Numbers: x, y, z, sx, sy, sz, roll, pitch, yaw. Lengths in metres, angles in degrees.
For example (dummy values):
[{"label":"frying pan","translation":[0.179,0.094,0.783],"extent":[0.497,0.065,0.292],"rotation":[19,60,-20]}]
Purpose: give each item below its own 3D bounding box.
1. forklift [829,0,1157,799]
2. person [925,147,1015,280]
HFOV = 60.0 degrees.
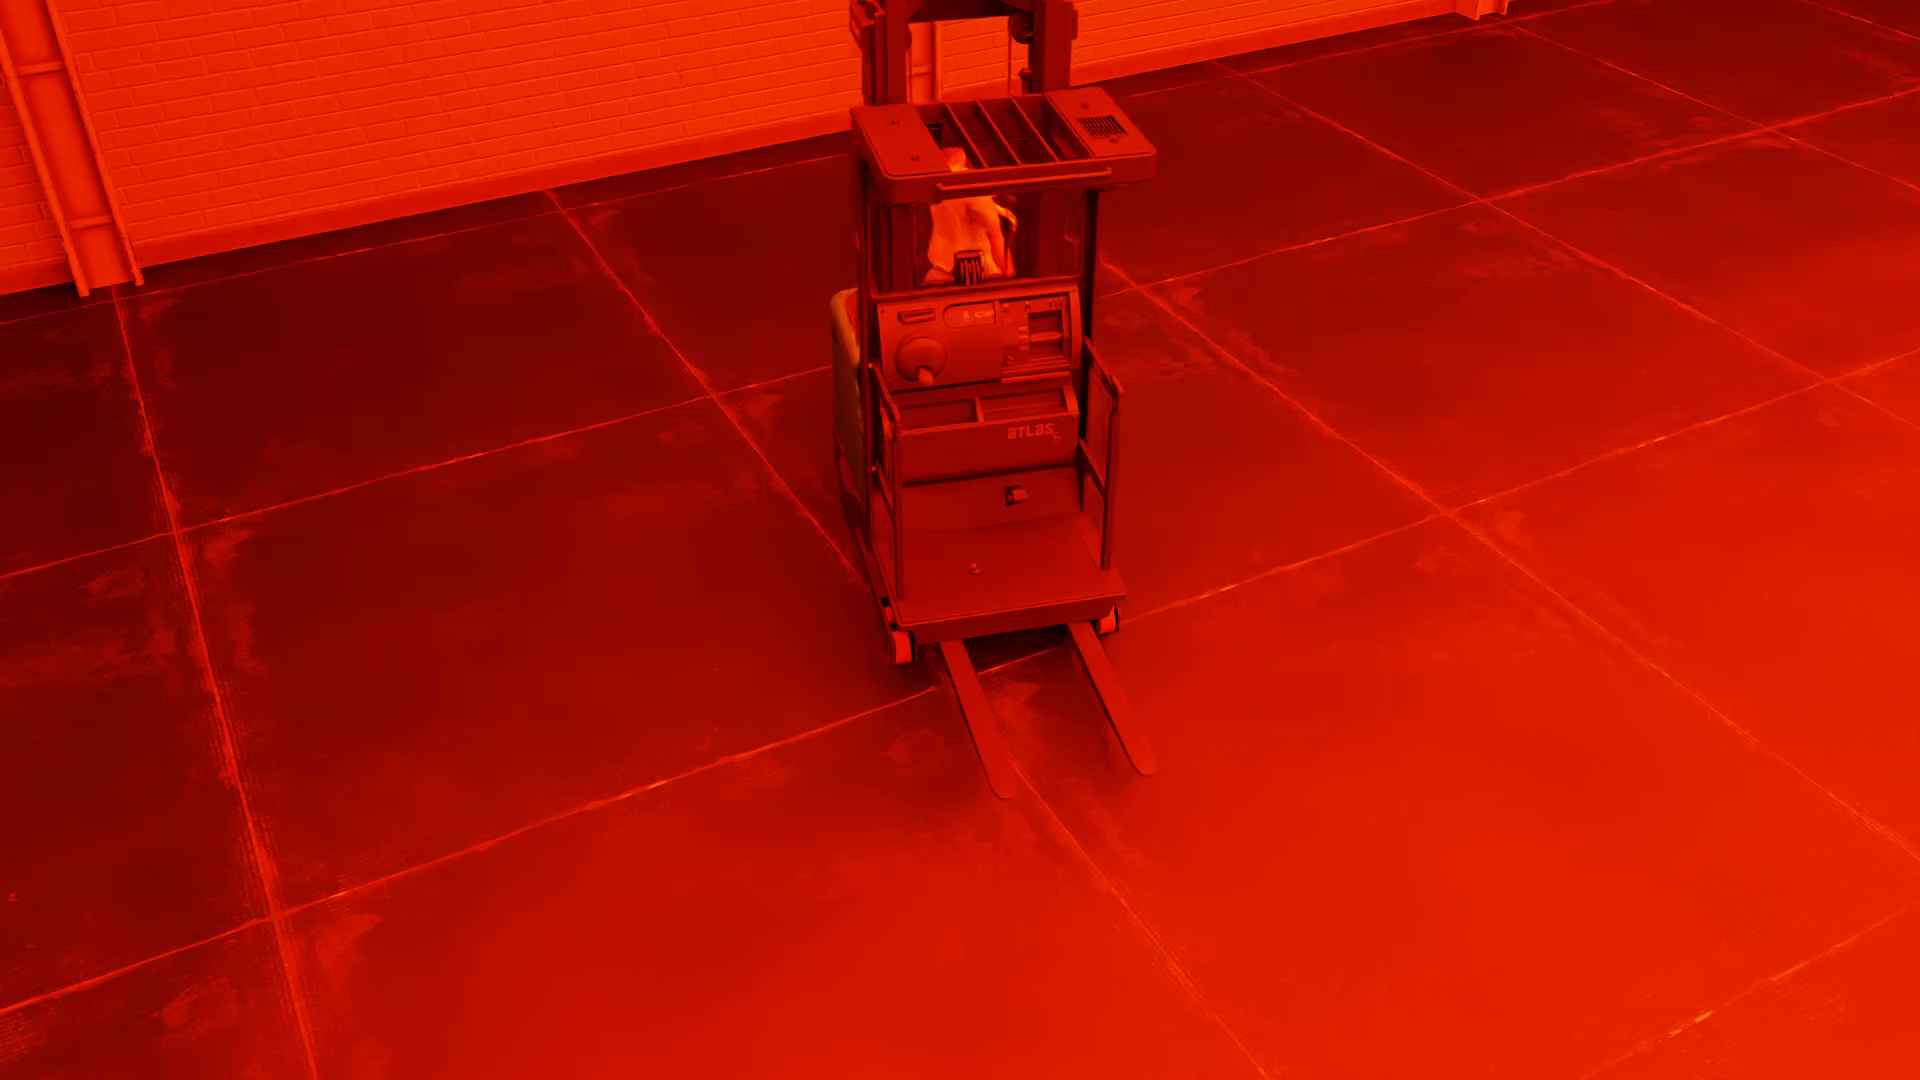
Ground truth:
[{"label":"forklift","translation":[0.143,-0.854,7.332],"extent":[1.130,2.935,3.031],"rotation":[-8,36,-11]},{"label":"person","translation":[0.090,-1.579,9.444],"extent":[0.713,1.697,0.844],"rotation":[24,42,30]}]
